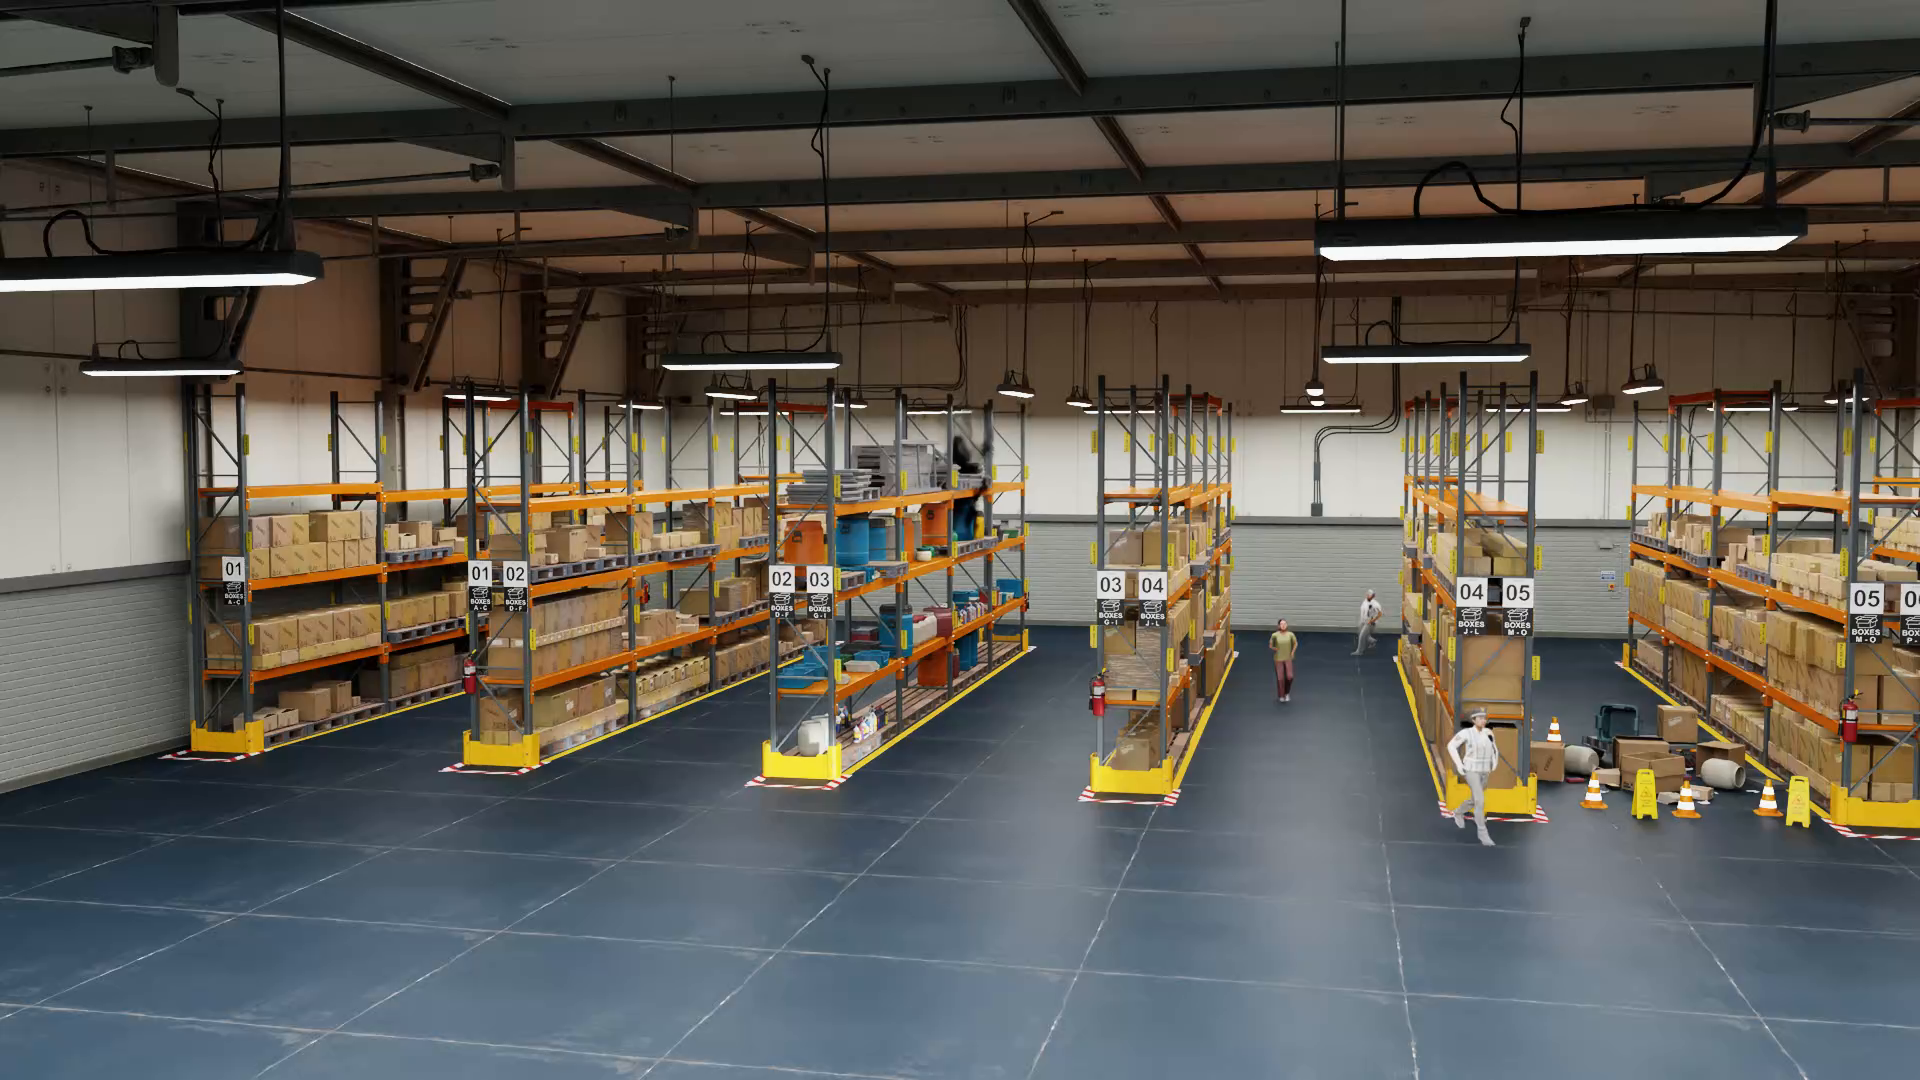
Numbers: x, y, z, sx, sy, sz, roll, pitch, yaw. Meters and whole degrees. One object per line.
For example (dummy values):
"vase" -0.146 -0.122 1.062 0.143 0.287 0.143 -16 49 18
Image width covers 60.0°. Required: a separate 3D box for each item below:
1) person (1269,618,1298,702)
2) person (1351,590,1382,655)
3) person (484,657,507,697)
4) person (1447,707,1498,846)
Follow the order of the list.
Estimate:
"person" 6.263 2.332 32.174 0.559 1.629 0.583 0 3 7
"person" 9.779 1.960 39.554 0.709 1.590 0.689 -2 4 -26
"person" -8.016 2.562 28.797 0.558 1.584 0.723 0 3 6
"person" 6.547 2.960 21.157 0.621 1.715 0.884 -1 3 -21
